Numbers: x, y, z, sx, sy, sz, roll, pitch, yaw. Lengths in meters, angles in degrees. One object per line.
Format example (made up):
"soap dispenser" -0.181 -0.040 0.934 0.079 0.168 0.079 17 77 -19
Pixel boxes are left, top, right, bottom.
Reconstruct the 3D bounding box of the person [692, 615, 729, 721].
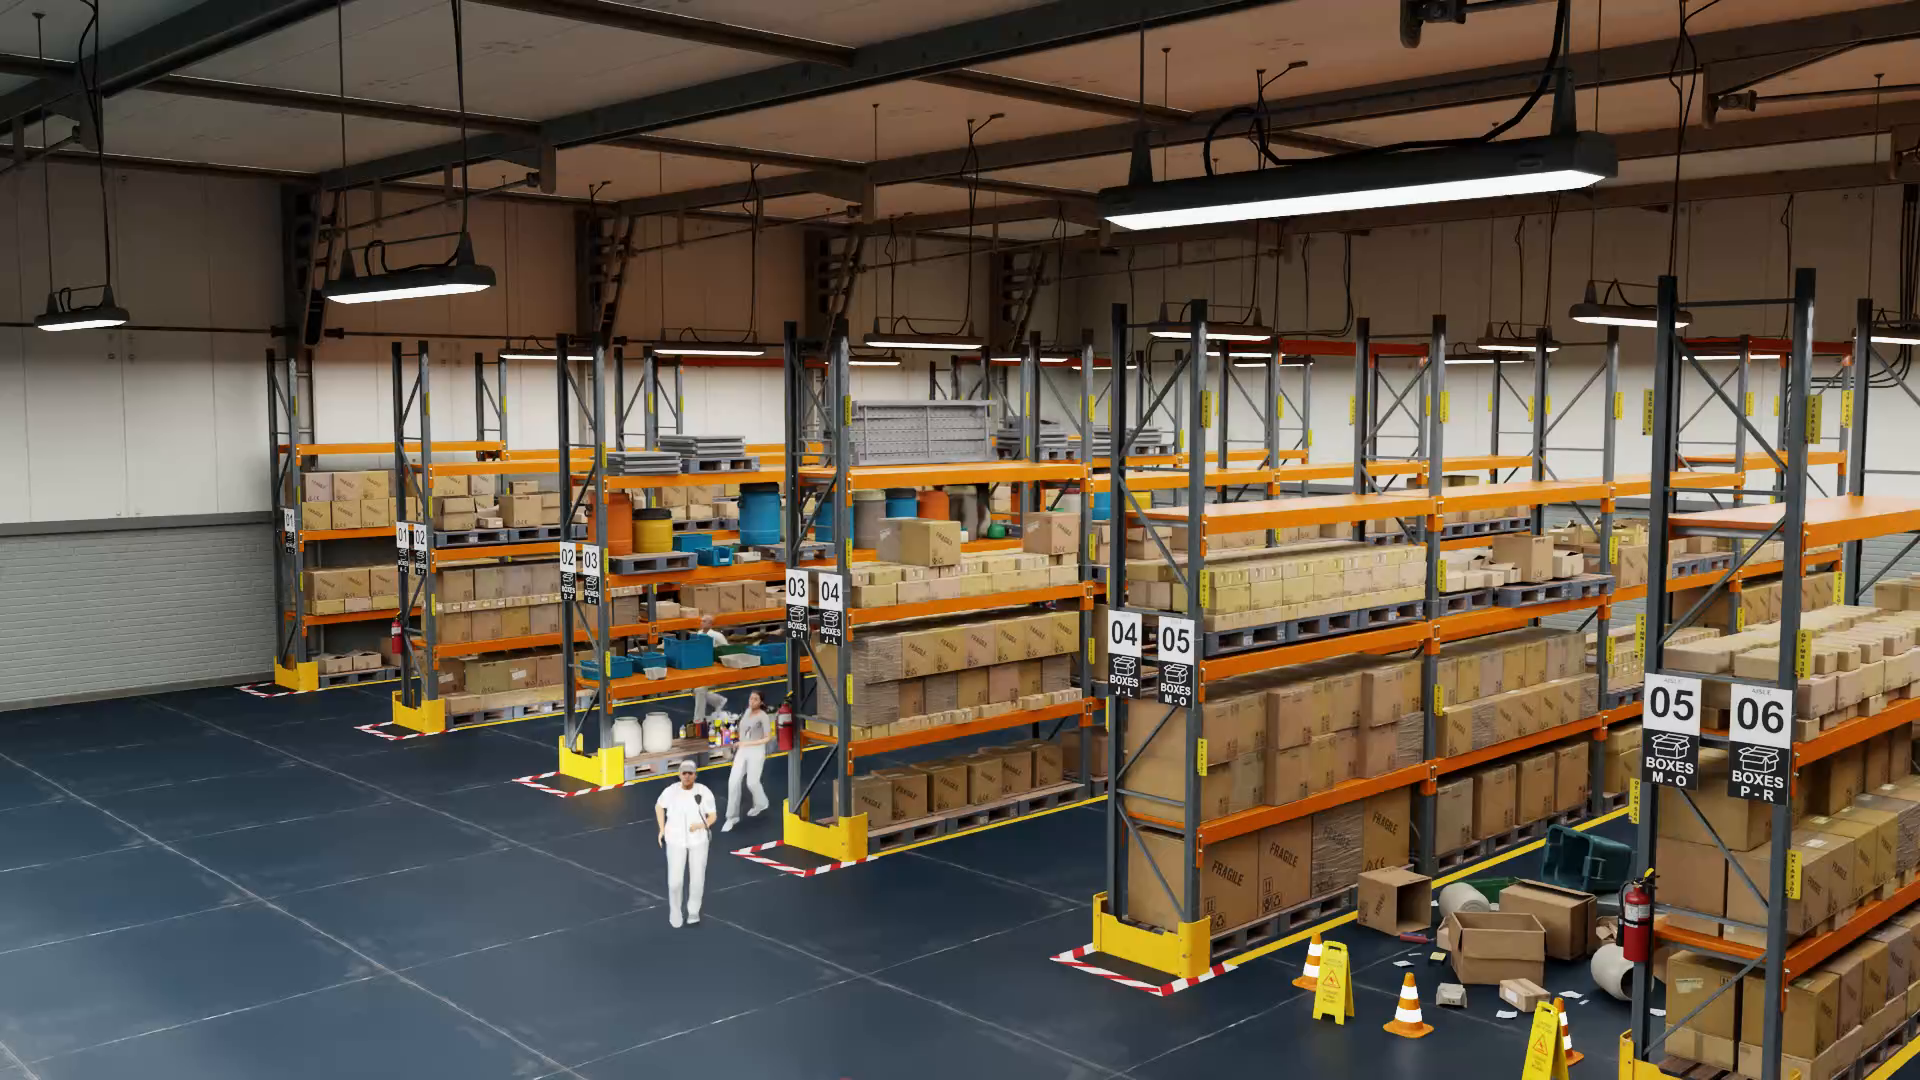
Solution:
"person" -3.951 2.082 25.982 0.721 1.668 0.958 4 6 37

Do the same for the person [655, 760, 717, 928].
"person" -2.647 2.948 16.099 0.587 1.643 0.644 -1 5 -10

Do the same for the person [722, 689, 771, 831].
"person" -2.466 2.619 19.977 0.567 1.674 0.816 3 6 29
